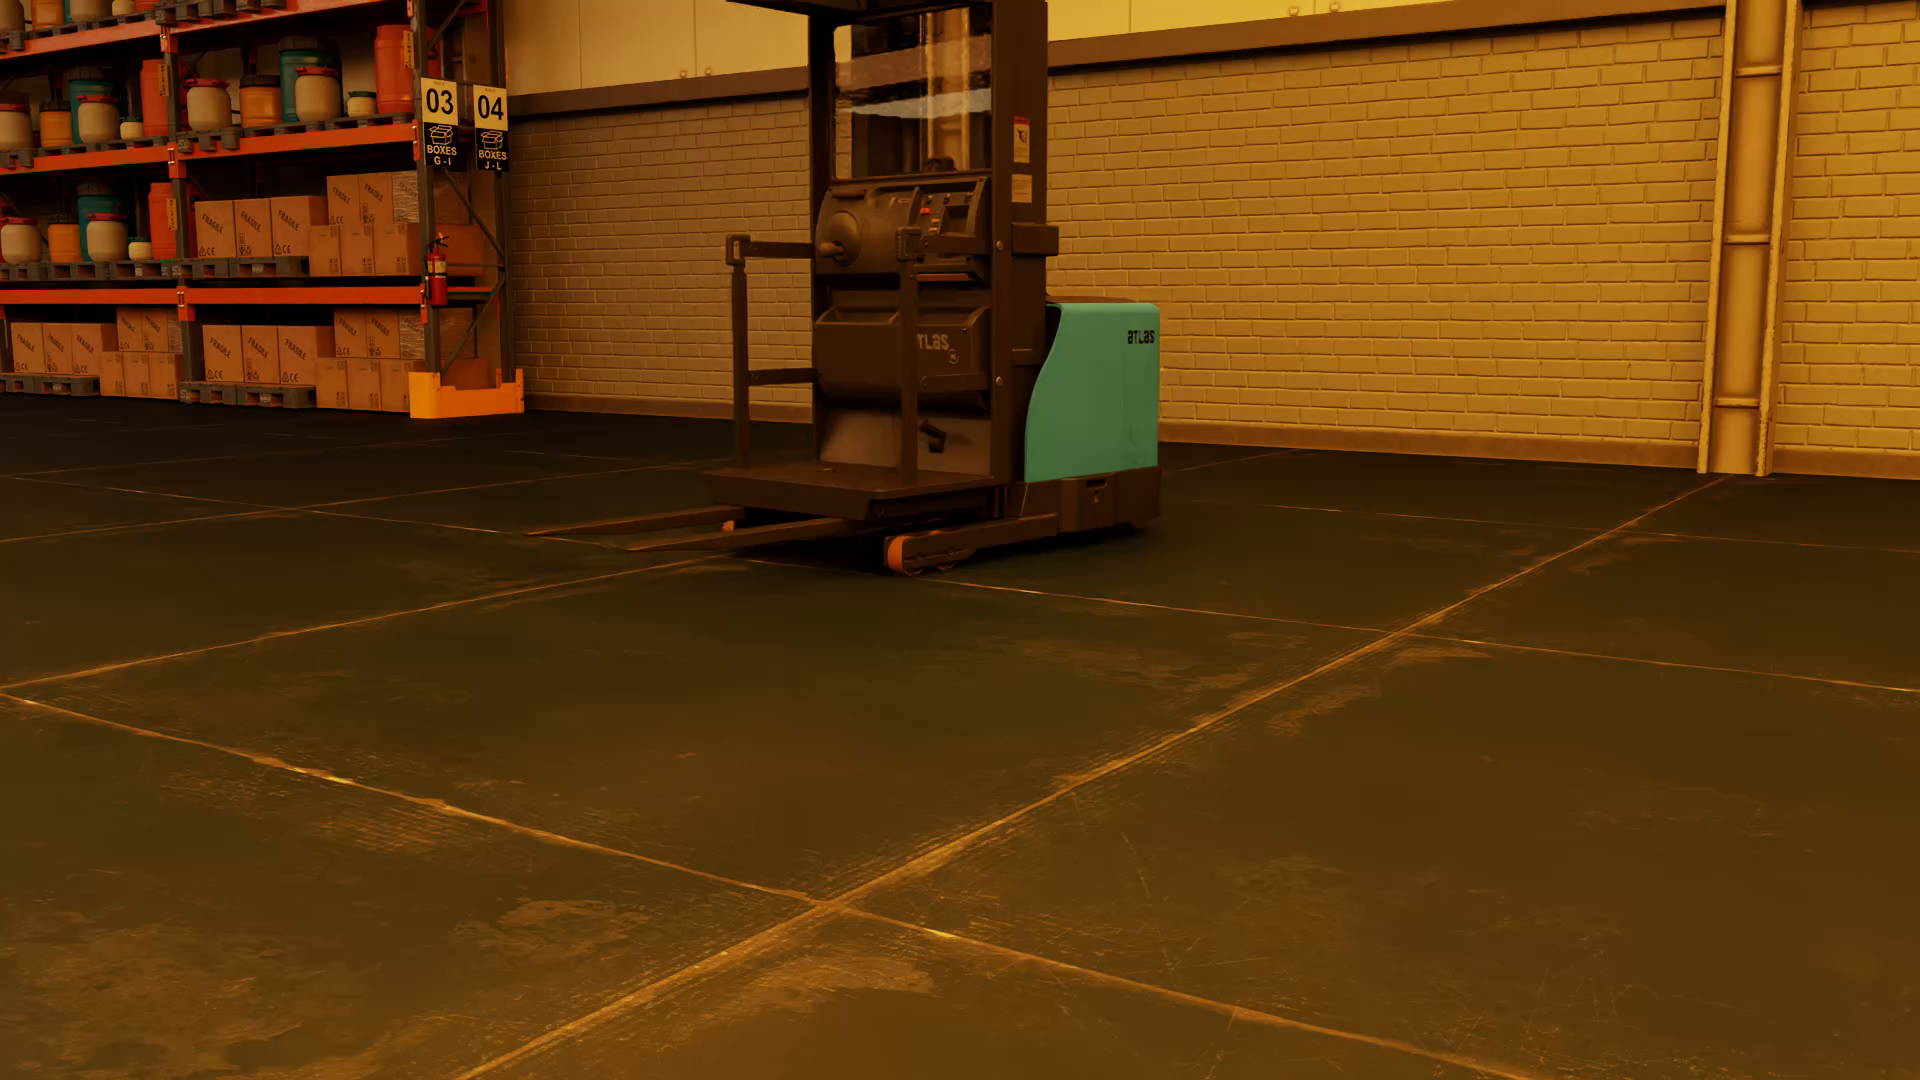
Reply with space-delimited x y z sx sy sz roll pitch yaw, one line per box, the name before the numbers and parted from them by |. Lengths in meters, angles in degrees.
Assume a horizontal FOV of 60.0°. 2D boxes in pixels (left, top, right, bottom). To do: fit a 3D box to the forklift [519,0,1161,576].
forklift | -0.399 -1.386 6.939 1.130 2.935 3.031 7 11 41
